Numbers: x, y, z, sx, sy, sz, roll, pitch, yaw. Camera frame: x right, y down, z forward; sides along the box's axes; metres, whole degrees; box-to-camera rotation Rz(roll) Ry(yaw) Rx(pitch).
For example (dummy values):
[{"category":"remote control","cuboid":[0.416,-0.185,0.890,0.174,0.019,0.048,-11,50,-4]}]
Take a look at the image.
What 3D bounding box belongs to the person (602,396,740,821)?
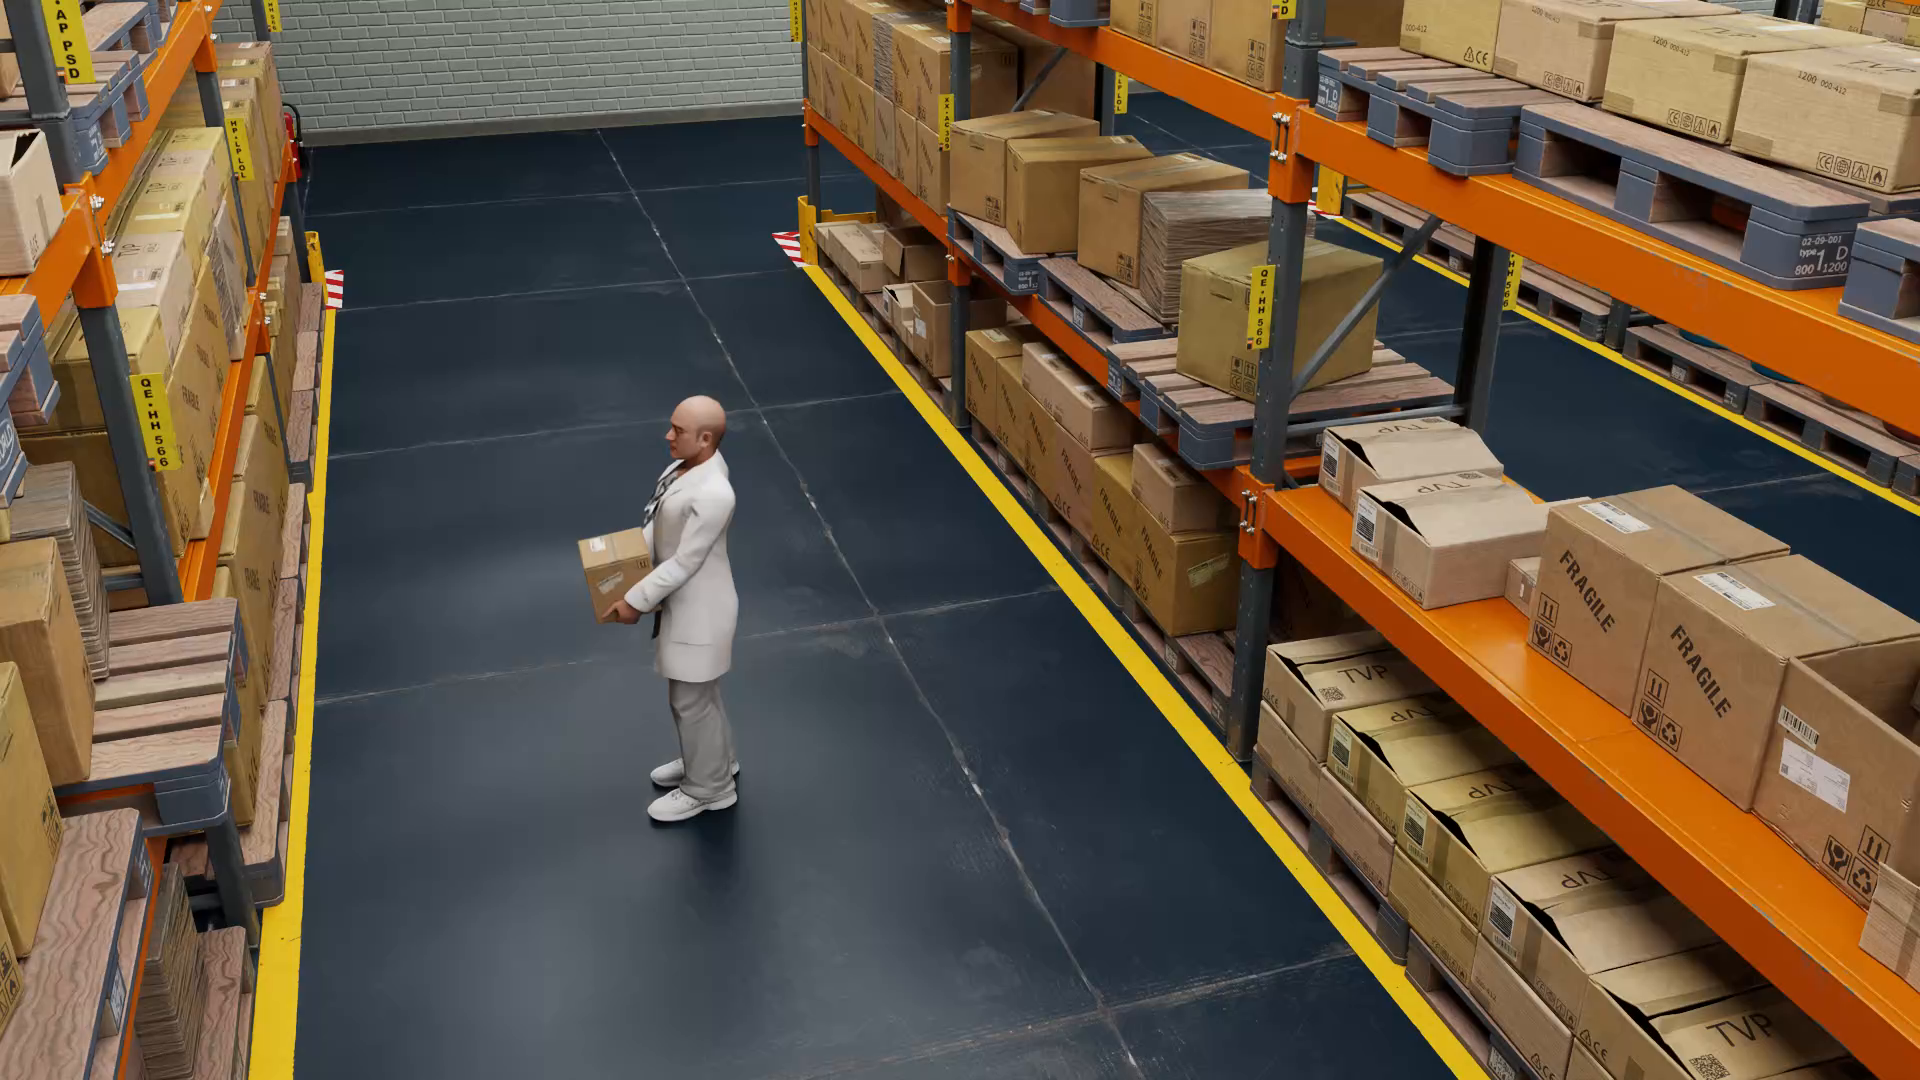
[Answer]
[{"category":"person","cuboid":[-1.141,0.280,6.563,0.552,1.772,0.529,-8,27,-15]}]
